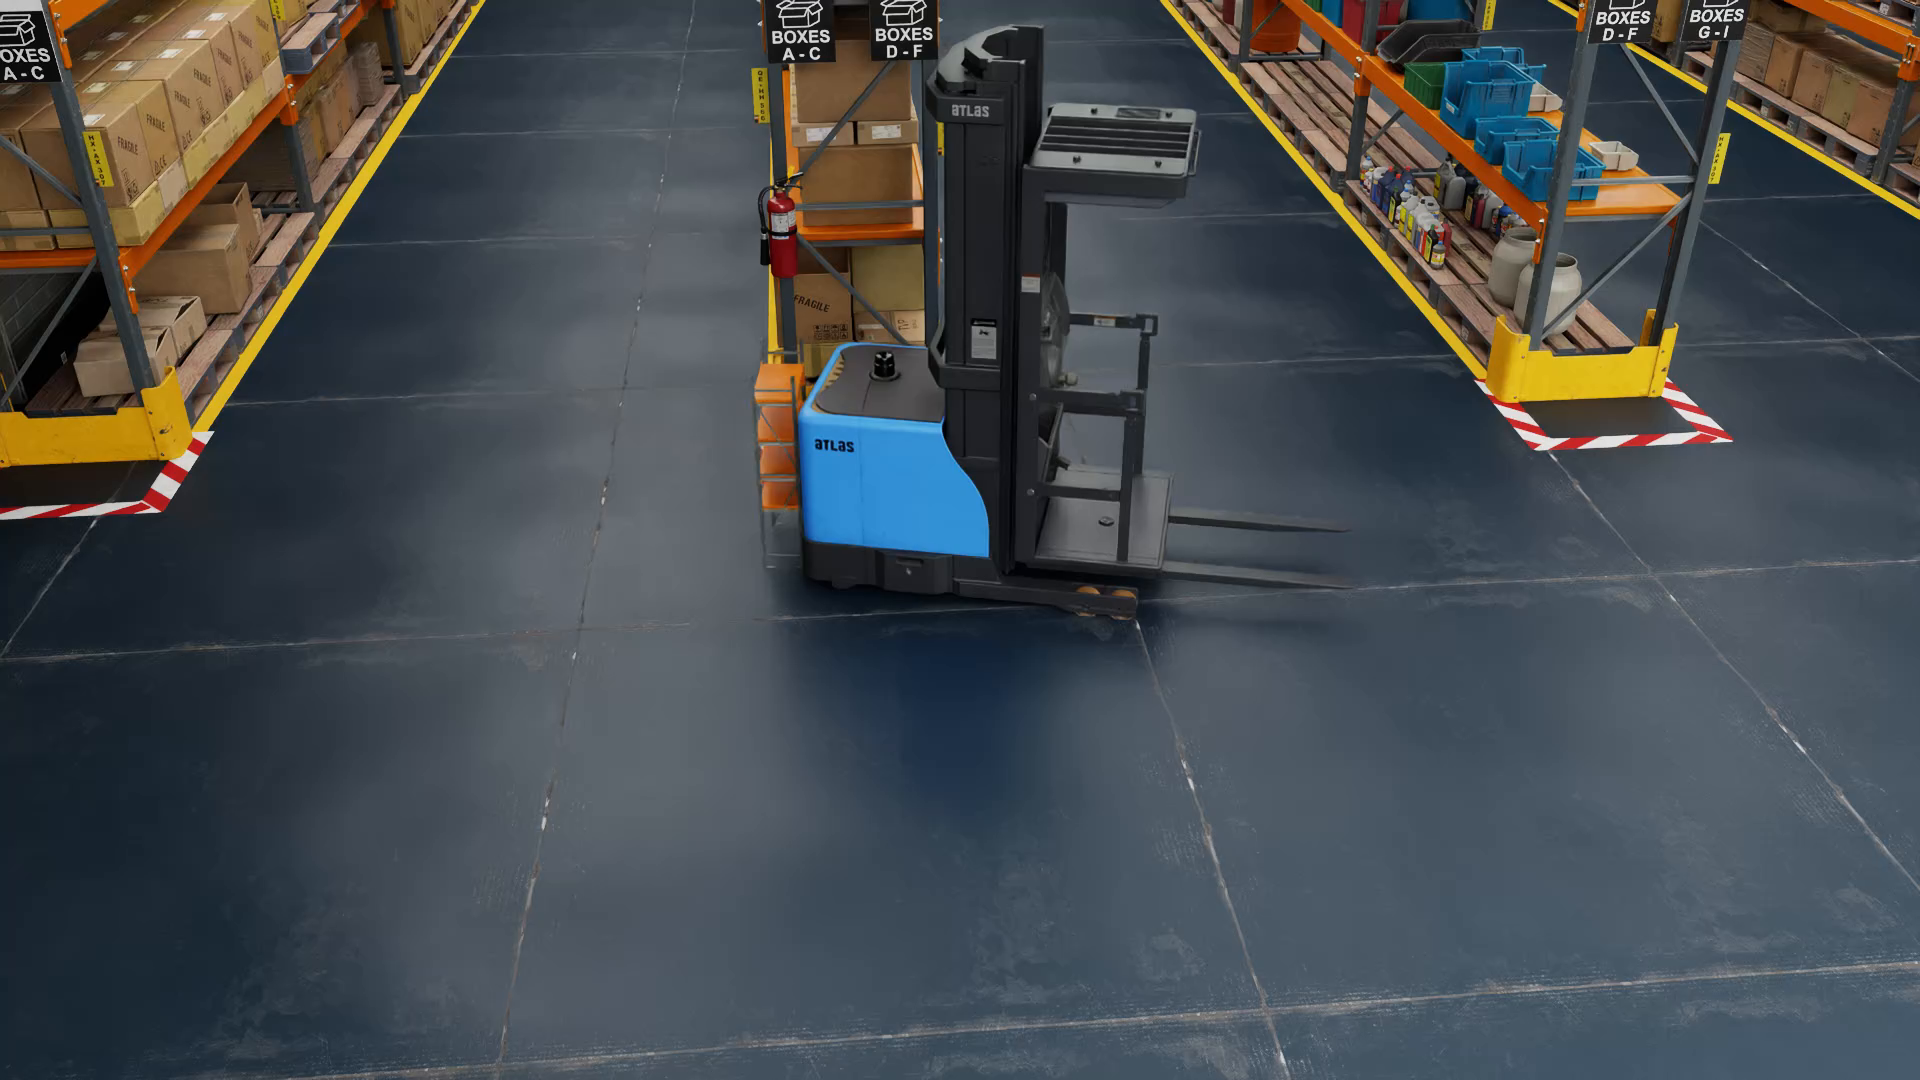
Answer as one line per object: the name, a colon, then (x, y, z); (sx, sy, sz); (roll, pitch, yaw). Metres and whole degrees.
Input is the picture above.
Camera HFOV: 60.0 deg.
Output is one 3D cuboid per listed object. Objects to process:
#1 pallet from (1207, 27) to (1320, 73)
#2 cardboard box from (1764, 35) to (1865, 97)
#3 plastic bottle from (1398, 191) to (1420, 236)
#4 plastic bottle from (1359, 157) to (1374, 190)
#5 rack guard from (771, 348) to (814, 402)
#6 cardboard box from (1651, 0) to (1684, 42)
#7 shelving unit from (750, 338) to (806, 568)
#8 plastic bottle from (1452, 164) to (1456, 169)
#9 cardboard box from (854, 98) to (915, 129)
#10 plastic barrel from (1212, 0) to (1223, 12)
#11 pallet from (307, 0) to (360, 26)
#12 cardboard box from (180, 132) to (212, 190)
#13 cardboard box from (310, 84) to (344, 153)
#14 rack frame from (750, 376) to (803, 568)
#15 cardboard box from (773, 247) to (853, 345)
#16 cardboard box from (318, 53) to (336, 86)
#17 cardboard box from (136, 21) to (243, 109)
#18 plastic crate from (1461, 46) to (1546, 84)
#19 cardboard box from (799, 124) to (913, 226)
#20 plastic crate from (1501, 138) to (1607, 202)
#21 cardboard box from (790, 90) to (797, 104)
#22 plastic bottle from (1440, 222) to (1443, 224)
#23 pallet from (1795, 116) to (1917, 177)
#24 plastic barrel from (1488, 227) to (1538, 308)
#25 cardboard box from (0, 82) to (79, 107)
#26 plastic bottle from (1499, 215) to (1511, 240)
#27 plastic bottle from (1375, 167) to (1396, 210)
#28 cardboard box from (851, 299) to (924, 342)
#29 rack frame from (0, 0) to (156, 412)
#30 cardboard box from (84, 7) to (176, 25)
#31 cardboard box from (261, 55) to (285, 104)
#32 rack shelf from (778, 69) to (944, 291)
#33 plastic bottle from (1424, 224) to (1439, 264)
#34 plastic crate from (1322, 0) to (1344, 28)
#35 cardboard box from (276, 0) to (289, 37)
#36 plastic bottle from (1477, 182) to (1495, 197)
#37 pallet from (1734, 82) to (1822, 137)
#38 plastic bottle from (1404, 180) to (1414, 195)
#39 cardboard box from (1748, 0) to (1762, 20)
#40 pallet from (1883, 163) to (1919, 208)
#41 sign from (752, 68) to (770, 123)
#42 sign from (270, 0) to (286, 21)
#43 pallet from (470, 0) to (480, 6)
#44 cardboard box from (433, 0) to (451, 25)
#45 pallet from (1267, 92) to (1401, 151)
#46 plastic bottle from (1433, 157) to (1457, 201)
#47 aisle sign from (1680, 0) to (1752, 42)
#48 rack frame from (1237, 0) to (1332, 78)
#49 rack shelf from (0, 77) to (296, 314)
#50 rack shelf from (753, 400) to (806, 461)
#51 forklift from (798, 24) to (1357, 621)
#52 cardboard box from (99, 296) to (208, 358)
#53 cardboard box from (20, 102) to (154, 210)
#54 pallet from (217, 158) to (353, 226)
pallet: (3.432, -5.584, 18.894); (1.003, 0.211, 1.213); (-3, 31, -5)
cardboard box: (8.685, -4.821, 16.905); (0.700, 0.500, 0.500); (0, 31, 0)
plastic bottle: (3.640, -2.645, 13.407); (0.144, 0.351, 0.185); (-3, 31, -5)
plastic bottle: (3.514, -3.173, 14.368); (0.097, 0.271, 0.097); (0, 31, 0)
rack guard: (-0.635, -0.976, 10.896); (1.175, 0.500, 0.348); (-3, 31, -5)
cardboard box: (8.435, -6.240, 18.934); (1.225, 0.875, 0.875); (-4, 31, -7)
shelving unit: (-1.000, -0.483, 9.388); (0.258, 1.200, 0.503); (0, 31, 0)
plastic bottle: (4.265, -3.156, 14.409); (0.097, 0.201, 0.097); (0, 31, 0)
cardboard box: (-0.487, -2.728, 10.662); (0.380, 0.149, 0.250); (-4, 31, -6)
plastic barrel: (3.237, -6.603, 19.896); (0.421, 0.512, 0.421); (0, 31, 0)
pallet: (-6.091, -4.815, 15.074); (1.003, 0.211, 1.213); (-3, 31, -5)
cardboard box: (-5.403, -2.555, 11.230); (0.500, 0.250, 0.500); (-3, 31, -5)
cardboard box: (-6.134, -3.879, 15.327); (0.700, 0.500, 0.500); (-2, 31, -4)
rack frame: (-1.002, -0.358, 9.179); (0.240, 1.200, 0.015); (0, 31, 0)
cardboard box: (-0.984, -1.643, 11.115); (0.500, 0.500, 0.500); (-3, 31, -5)
cardboard box: (-6.154, -4.423, 15.506); (0.500, 0.250, 0.500); (-3, 31, -5)
cardboard box: (-5.502, -3.392, 11.899); (0.500, 0.500, 0.500); (-4, 31, -6)
plastic crate: (4.295, -3.723, 13.203); (0.499, 0.251, 0.616); (-3, 31, -5)
cardboard box: (-0.668, -2.343, 10.650); (0.700, 0.500, 0.500); (-3, 31, -5)
plastic crate: (3.950, -2.474, 11.112); (0.499, 0.251, 0.616); (-3, 31, -5)
cardboard box: (-0.913, -2.833, 10.837); (0.380, 0.149, 0.250); (-3, 31, -5)
plastic bottle: (3.800, -2.417, 13.171); (0.097, 0.201, 0.097); (0, 31, 0)
pallet: (8.778, -3.776, 15.867); (1.003, 0.211, 1.213); (-3, 31, -5)
plastic barrel: (4.110, -1.997, 12.185); (0.421, 0.512, 0.421); (0, 31, 0)
cardboard box: (-5.862, -2.576, 10.533); (0.500, 0.500, 0.500); (-2, 31, -4)
plastic bottle: (4.385, -2.501, 13.313); (0.097, 0.201, 0.097); (0, 31, 0)
plastic bottle: (3.583, -2.959, 13.932); (0.144, 0.351, 0.185); (-2, 31, -3)
cardboard box: (-0.516, -1.601, 11.777); (0.500, 0.250, 0.500); (-3, 31, -5)
rack frame: (-5.569, -1.822, 9.875); (1.000, 3.000, 0.127); (-3, 31, -5)
cardboard box: (-6.062, -3.616, 12.274); (0.500, 0.500, 0.500); (-3, 31, -5)
cardboard box: (-5.597, -3.581, 12.947); (0.500, 0.250, 0.500); (-3, 31, -4)
rack shelf: (-0.824, -2.774, 12.170); (1.077, 0.370, 4.000); (-3, 31, -5)
plastic bottle: (3.657, -2.295, 12.887); (0.061, 0.283, 0.133); (-2, 31, -3)
plastic crate: (3.508, -4.880, 15.011); (0.392, 0.384, 0.575); (-3, 31, -5)
cardboard box: (-5.956, -4.358, 13.594); (0.700, 0.500, 0.500); (-3, 31, -4)
plastic bottle: (4.316, -2.813, 13.688); (0.144, 0.351, 0.185); (-3, 31, -5)
pallet: (8.661, -4.401, 16.912); (1.003, 0.211, 1.213); (-3, 31, -5)
plastic bottle: (3.717, -2.856, 13.838); (0.097, 0.271, 0.097); (0, 31, 0)
cardboard box: (8.571, -5.715, 17.671); (0.500, 0.250, 0.500); (-2, 31, -3)
pallet: (8.950, -3.038, 14.630); (1.003, 0.211, 1.213); (-3, 31, -5)
sign: (-1.179, -2.641, 9.887); (0.100, 0.325, 0.005); (-3, 31, -5)
sign: (-5.403, -4.266, 13.122); (0.100, 0.325, 0.005); (-3, 31, -5)
pallet: (-6.683, -7.143, 21.504); (1.003, 0.211, 1.213); (-3, 31, -5)
cardboard box: (-6.414, -6.427, 19.271); (0.750, 0.750, 0.750); (-2, 31, -3)
pallet: (3.692, -4.165, 16.517); (1.003, 0.211, 1.213); (-3, 31, -5)
plastic bottle: (4.124, -3.069, 14.116); (0.144, 0.351, 0.185); (-3, 31, -5)
aisle sign: (4.593, -3.390, 9.965); (0.394, 0.787, 0.004); (-3, 31, -5)
rack frame: (3.547, -6.381, 17.508); (1.000, 3.000, 0.127); (-3, 31, -5)
rack shelf: (-5.756, -2.534, 11.769); (1.077, 0.370, 4.000); (-3, 31, -5)
rack shelf: (-1.000, -0.617, 9.308); (0.258, 0.148, 0.480); (0, 31, 0)
forklift: (0.689, -1.115, 8.759); (3.031, 2.935, 1.130); (5, 31, 8)
cardboard box: (-5.597, -1.505, 11.538); (0.500, 0.311, 0.500); (0, 31, 0)
cardboard box: (-5.314, -2.346, 10.148); (0.500, 0.500, 0.500); (-3, 31, -5)
pallet: (-6.017, -3.065, 14.675); (1.003, 0.211, 1.213); (-3, 31, -5)
